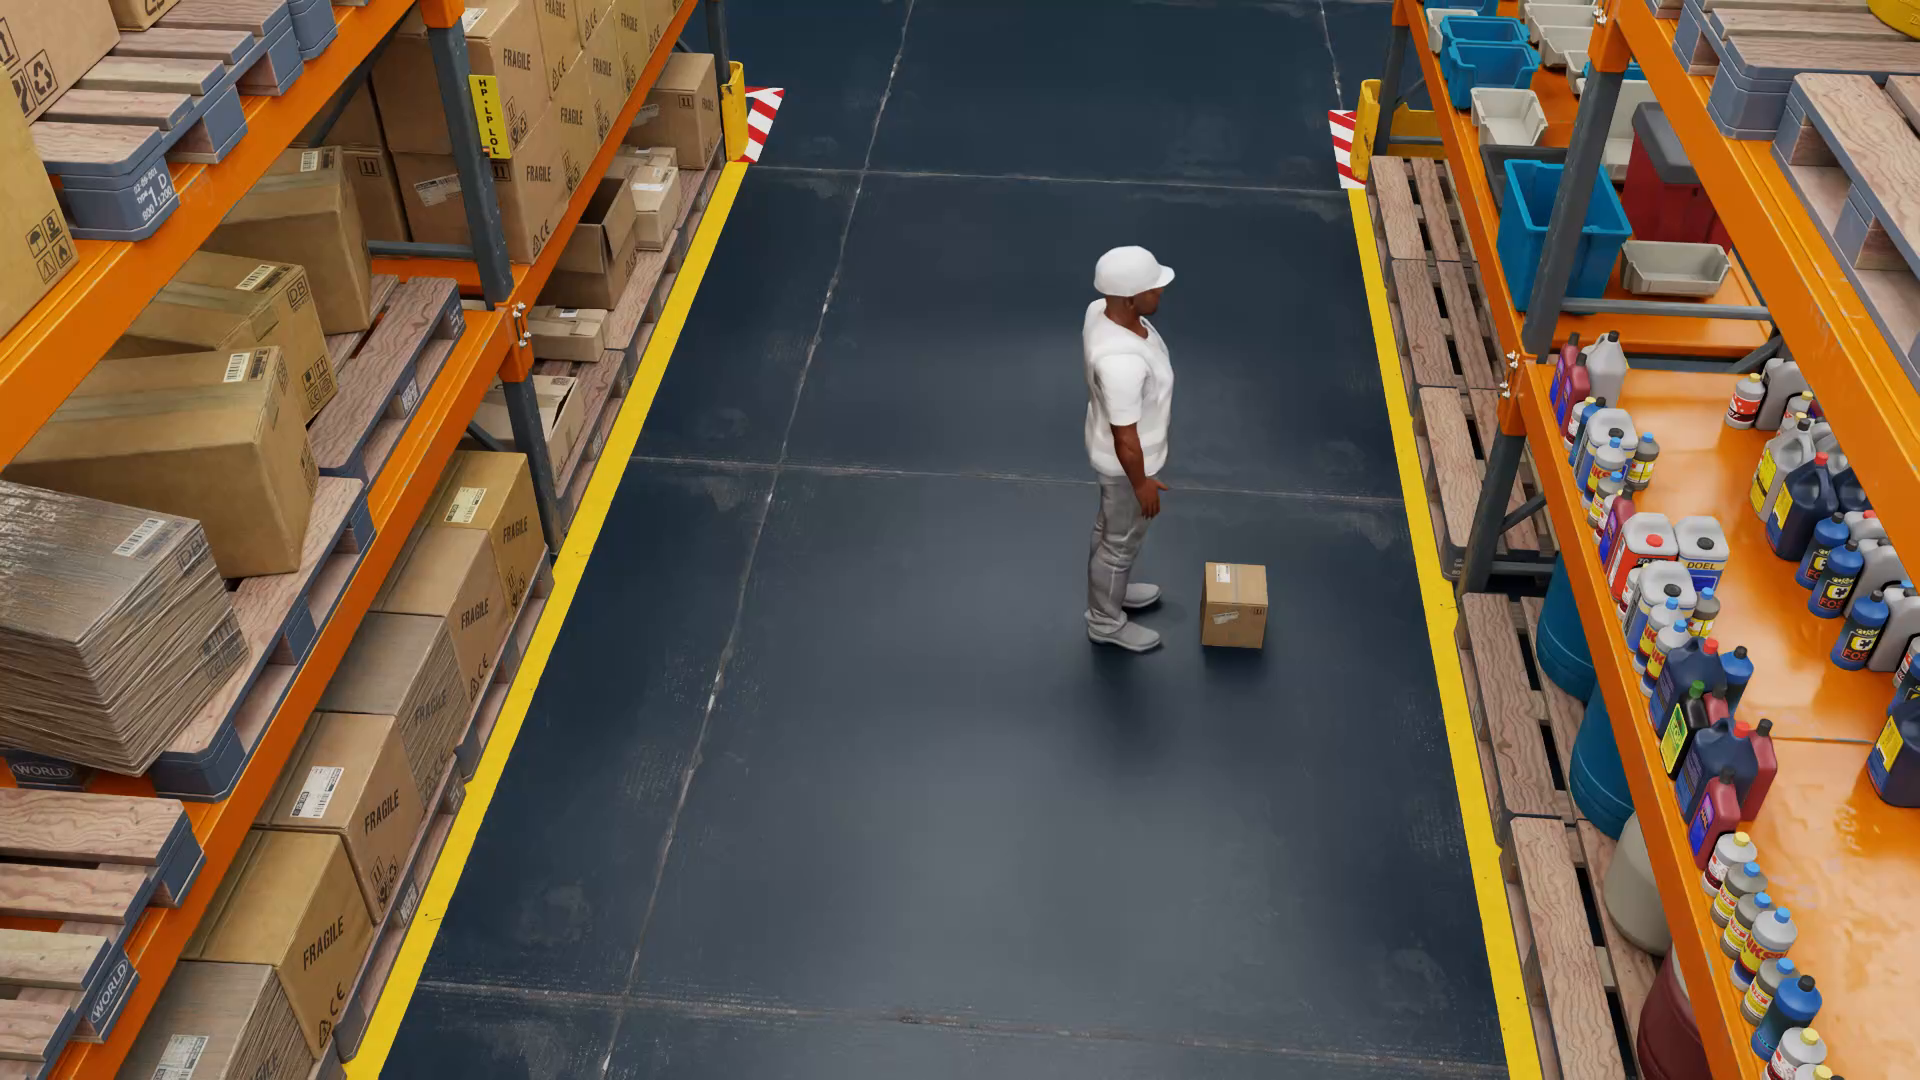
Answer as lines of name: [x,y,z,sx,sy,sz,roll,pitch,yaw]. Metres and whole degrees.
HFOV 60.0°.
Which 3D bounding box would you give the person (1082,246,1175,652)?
person: [0.667,-0.358,6.539,0.402,1.781,0.586,-1,40,-1]
